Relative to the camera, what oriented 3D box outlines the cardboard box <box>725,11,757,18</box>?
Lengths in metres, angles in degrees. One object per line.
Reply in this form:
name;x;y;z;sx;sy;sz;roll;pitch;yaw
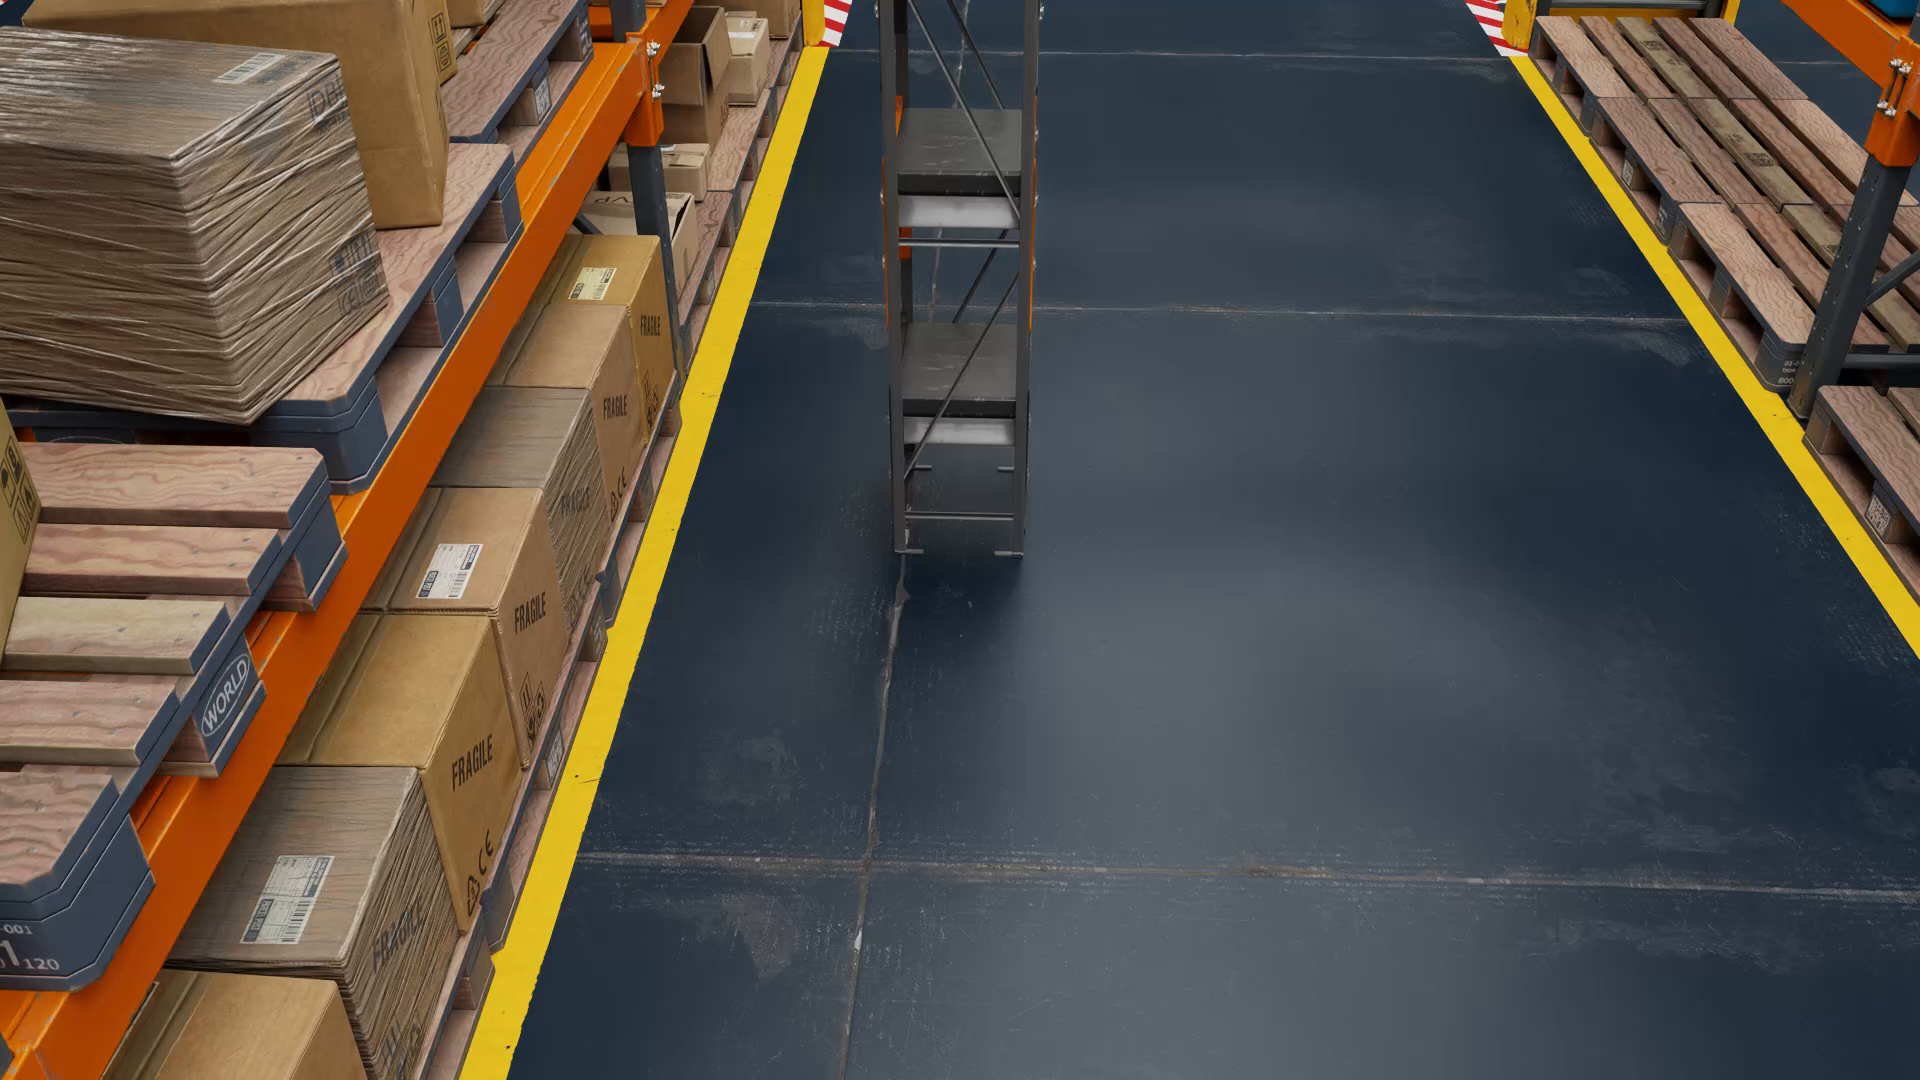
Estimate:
cardboard box;-1.223;-2.554;8.357;0.380;0.166;0.250;1;35;2

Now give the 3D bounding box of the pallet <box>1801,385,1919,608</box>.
pallet;3.375;-0.084;5.186;1.003;0.211;1.213;1;35;2

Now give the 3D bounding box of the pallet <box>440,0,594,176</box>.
pallet;-1.643;-1.249;4.585;1.003;0.211;1.213;1;35;2

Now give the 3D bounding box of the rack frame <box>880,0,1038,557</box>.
rack frame;-0.003;-0.814;4.582;0.400;2.100;0.015;1;35;2

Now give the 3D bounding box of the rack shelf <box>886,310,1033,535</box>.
rack shelf;0.007;-0.370;5.192;0.431;0.518;0.480;1;35;2

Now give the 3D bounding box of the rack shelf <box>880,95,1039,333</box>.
rack shelf;0.007;-0.943;4.789;0.431;0.518;0.480;1;35;2

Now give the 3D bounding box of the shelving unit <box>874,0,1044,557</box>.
shelving unit;0.007;-0.954;4.782;0.431;2.100;0.503;1;35;2

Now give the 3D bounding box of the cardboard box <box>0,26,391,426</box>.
cardboard box;-1.522;-0.584;3.020;0.700;0.500;0.500;8;36;11

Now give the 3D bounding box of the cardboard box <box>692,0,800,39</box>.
cardboard box;-1.117;-2.921;8.589;0.500;0.500;0.500;1;35;2

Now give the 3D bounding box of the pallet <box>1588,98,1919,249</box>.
pallet;3.485;-1.653;7.418;1.003;0.211;1.213;1;35;2

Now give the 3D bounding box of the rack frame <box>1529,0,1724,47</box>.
rack frame;3.608;-3.966;8.284;1.000;3.000;0.127;1;35;2

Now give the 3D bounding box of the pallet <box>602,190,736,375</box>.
pallet;-1.473;-1.038;6.543;1.003;0.211;1.213;1;35;2

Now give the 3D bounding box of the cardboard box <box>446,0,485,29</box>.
cardboard box;-1.744;-1.730;4.650;0.700;0.500;0.500;-10;36;-14

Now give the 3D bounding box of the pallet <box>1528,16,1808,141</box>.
pallet;3.536;-2.352;8.413;1.003;0.211;1.213;1;35;2

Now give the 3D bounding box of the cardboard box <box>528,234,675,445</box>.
cardboard box;-1.235;-0.651;5.359;0.500;0.500;0.500;1;35;2

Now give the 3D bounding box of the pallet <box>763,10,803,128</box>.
pallet;-1.375;-2.439;8.538;1.003;0.211;1.213;1;35;2

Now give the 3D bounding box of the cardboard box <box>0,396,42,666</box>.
cardboard box;-1.750;-0.063;2.279;0.700;0.500;0.500;-10;36;-14

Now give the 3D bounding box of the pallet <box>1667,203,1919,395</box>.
pallet;3.438;-0.950;6.418;1.003;0.211;1.213;1;35;2

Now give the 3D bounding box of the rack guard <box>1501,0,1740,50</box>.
rack guard;3.596;-2.957;9.023;1.175;0.500;0.348;1;35;2

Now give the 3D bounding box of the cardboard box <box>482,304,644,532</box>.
cardboard box;-1.263;-0.367;4.955;0.500;0.500;0.500;1;35;2

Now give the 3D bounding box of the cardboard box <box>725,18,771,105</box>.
cardboard box;-1.185;-2.274;7.886;0.500;0.250;0.500;1;35;2

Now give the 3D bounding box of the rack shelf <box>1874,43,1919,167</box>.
rack shelf;3.367;-0.224;3.586;1.077;0.370;4.000;1;35;2

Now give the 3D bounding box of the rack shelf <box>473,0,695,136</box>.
rack shelf;-1.421;-2.639;7.022;1.077;0.370;4.000;1;35;2

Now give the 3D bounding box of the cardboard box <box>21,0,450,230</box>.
cardboard box;-1.511;-0.980;3.584;0.700;0.500;0.500;-7;36;-10

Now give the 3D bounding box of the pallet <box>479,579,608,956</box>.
pallet;-1.543;0.528;4.315;1.003;0.211;1.213;1;35;2

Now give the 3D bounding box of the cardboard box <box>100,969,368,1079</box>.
cardboard box;-1.358;1.102;2.865;0.500;0.500;0.500;3;35;4

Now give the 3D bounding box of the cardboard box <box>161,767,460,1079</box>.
cardboard box;-1.343;0.801;3.293;0.500;0.500;0.500;0;35;0

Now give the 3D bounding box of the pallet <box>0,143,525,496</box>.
pallet;-1.589;-0.525;3.555;1.003;0.211;1.213;1;35;2

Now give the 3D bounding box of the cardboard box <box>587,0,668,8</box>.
cardboard box;-1.209;-2.111;5.559;0.500;0.500;0.500;2;35;3

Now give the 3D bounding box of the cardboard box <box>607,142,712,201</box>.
cardboard box;-1.244;-1.538;6.911;0.380;0.166;0.250;1;35;2

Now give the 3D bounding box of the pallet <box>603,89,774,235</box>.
pallet;-1.427;-1.740;7.543;1.003;0.211;1.213;1;35;2

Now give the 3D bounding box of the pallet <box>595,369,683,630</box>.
pallet;-1.496;-0.175;5.315;1.003;0.211;1.213;1;35;2

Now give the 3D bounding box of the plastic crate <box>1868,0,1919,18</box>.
plastic crate;3.126;-1.962;5.394;0.392;0.384;0.575;1;35;2

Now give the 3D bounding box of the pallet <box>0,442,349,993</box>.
pallet;-1.705;0.202;2.521;1.213;0.211;1.003;1;35;2

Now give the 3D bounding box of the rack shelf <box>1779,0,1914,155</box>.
rack shelf;3.528;-2.522;6.856;1.077;0.370;4.000;1;35;2

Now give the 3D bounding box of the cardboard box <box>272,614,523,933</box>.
cardboard box;-1.318;0.513;3.703;0.500;0.500;0.500;1;35;1

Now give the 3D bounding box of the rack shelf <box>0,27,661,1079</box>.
rack shelf;-1.582;-0.341;3.752;1.077;0.370;4.000;1;35;2

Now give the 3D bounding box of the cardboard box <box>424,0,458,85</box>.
cardboard box;-1.708;-1.333;4.086;0.700;0.500;0.500;7;36;9

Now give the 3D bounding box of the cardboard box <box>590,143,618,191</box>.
cardboard box;-1.732;-1.629;6.915;0.500;0.311;0.500;1;35;2

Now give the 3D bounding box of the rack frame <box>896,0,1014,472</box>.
rack frame;0.016;-1.094;4.981;0.400;2.100;0.015;1;35;2

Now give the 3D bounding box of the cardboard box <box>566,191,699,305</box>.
cardboard box;-1.269;-1.100;6.162;0.500;0.311;0.500;1;35;2

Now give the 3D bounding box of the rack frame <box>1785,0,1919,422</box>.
rack frame;3.448;-1.667;5.014;1.000;3.000;0.127;1;35;2

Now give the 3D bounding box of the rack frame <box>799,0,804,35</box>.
rack frame;-1.341;-4.082;8.450;1.000;3.000;0.127;1;35;2

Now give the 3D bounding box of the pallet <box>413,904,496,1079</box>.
pallet;-1.594;1.227;3.321;1.003;0.211;1.213;1;35;2

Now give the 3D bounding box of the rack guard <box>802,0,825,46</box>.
rack guard;-1.344;-3.016;9.106;1.175;0.500;0.348;1;35;2

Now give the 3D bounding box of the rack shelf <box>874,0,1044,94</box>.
rack shelf;0.007;-1.516;4.387;0.431;0.518;0.480;1;35;2

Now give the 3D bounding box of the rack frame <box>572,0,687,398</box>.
rack frame;-1.502;-1.784;5.180;1.000;3.000;0.127;1;35;2

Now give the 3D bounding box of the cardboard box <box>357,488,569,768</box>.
cardboard box;-1.302;0.213;4.130;0.500;0.500;0.500;0;35;0

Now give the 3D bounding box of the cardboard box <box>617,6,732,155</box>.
cardboard box;-1.431;-2.022;7.307;0.797;0.503;0.637;1;35;2

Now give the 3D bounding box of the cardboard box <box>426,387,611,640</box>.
cardboard box;-1.284;-0.079;4.545;0.500;0.500;0.500;2;35;2
